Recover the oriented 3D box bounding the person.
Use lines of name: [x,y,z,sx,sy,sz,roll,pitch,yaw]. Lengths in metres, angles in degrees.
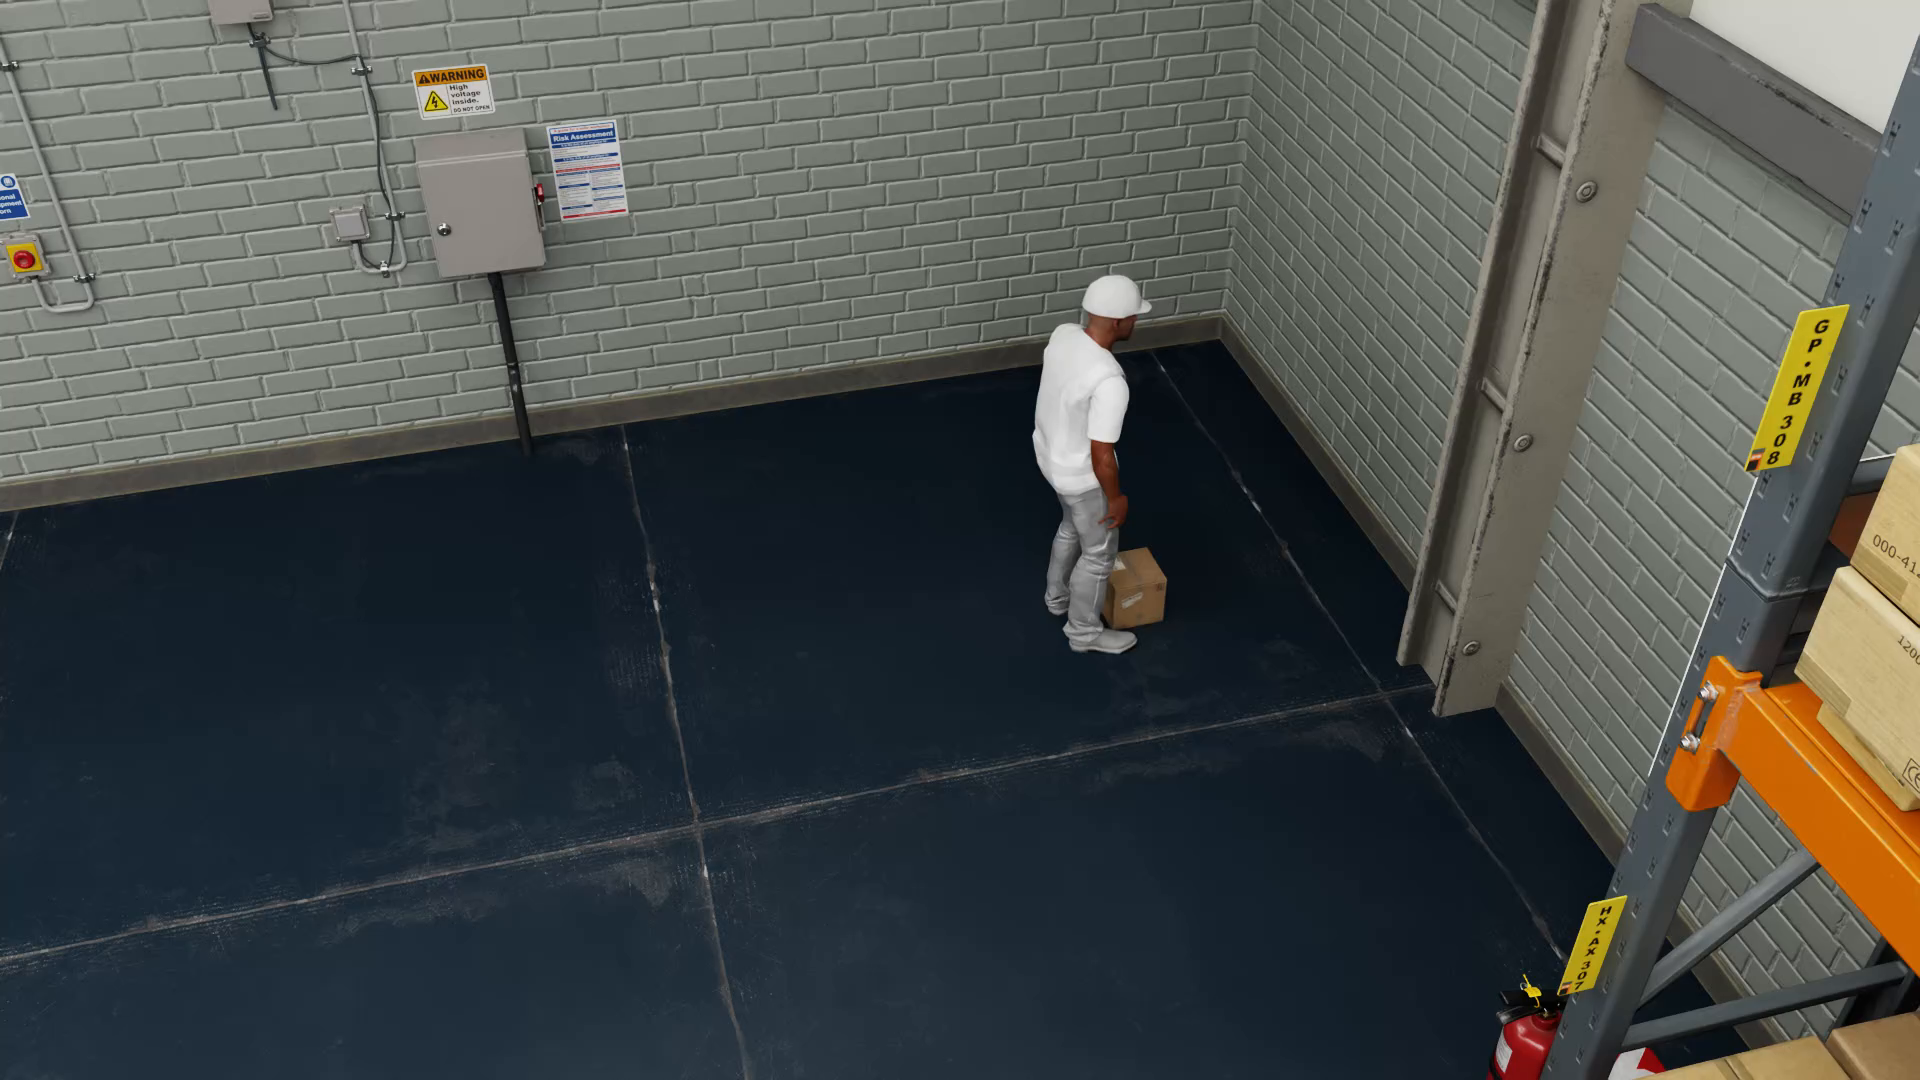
person: [0.557,-0.327,7.120,0.462,1.759,0.622,-11,39,-14]
